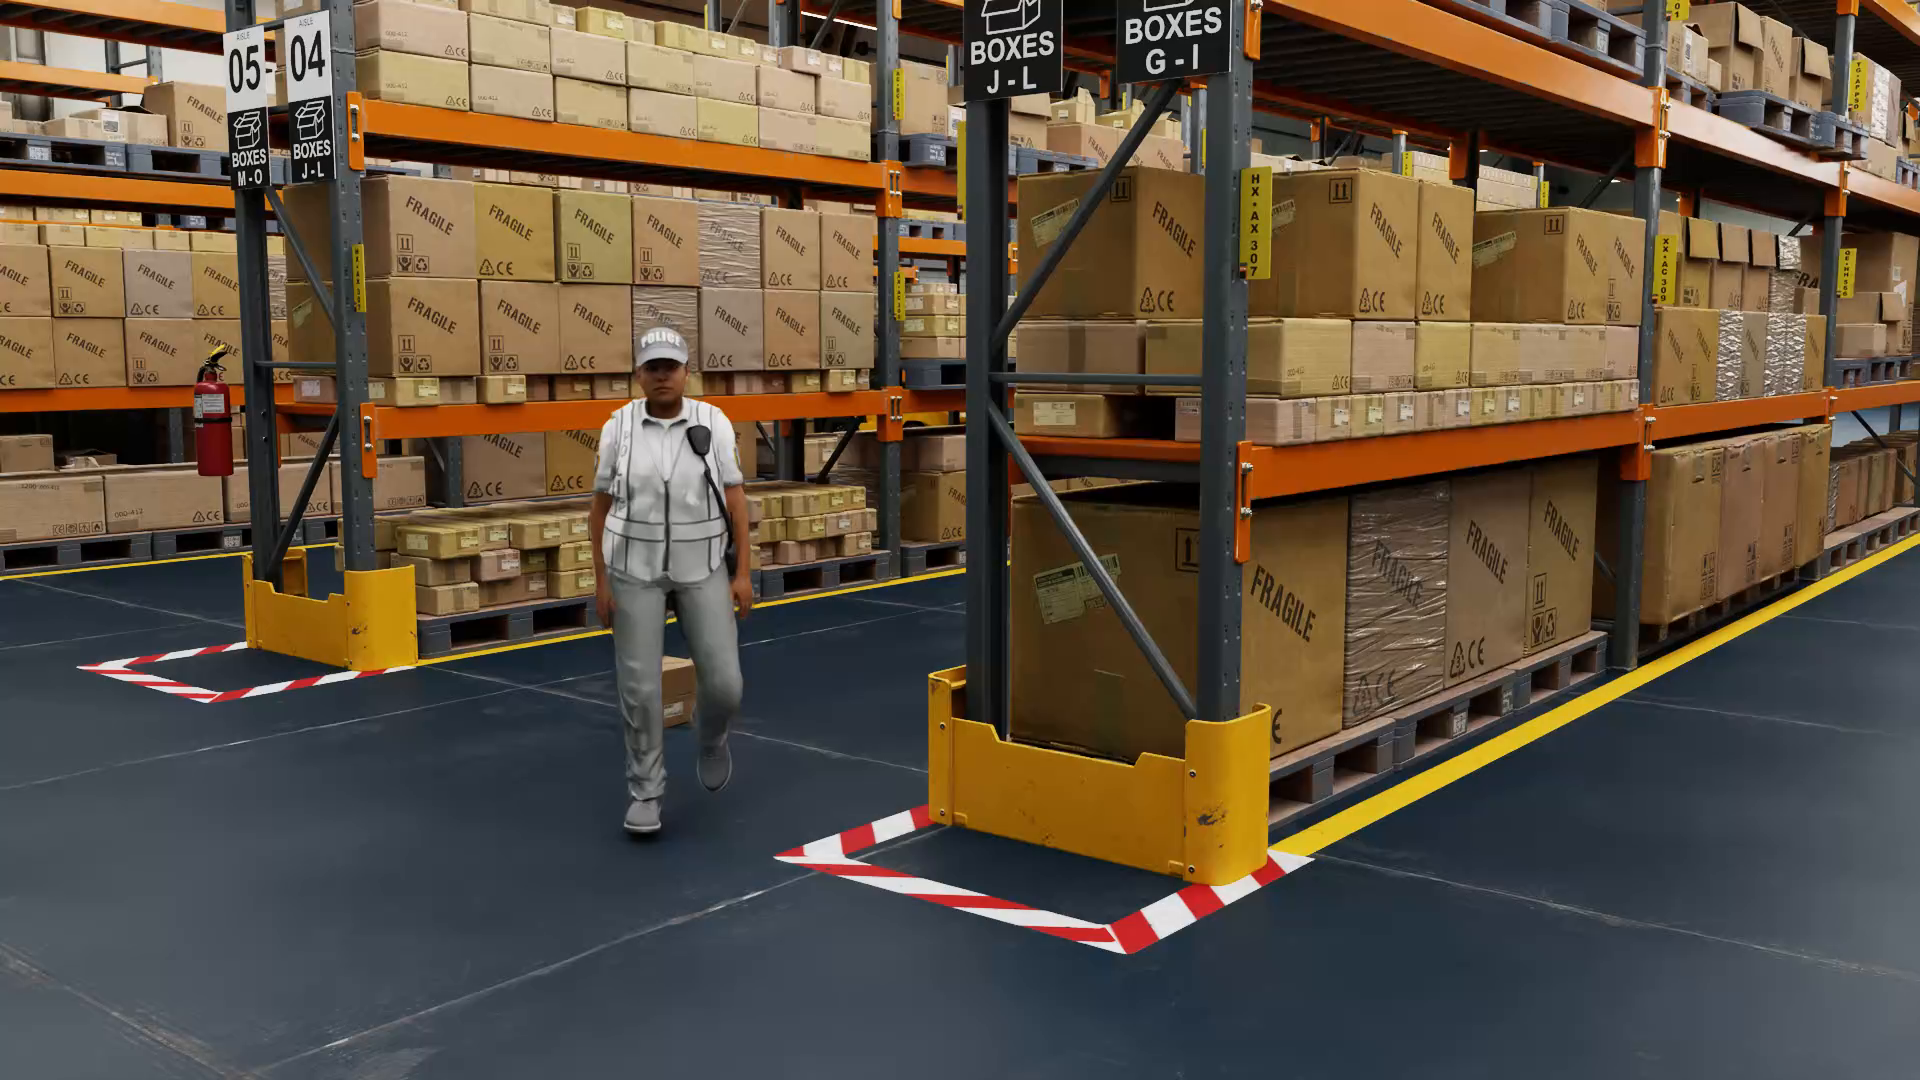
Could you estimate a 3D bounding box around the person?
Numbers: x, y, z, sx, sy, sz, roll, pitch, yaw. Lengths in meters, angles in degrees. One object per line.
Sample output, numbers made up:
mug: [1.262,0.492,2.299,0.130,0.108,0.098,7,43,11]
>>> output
person: [-0.960,0.121,5.566,0.529,1.648,0.515,-1,7,-9]
